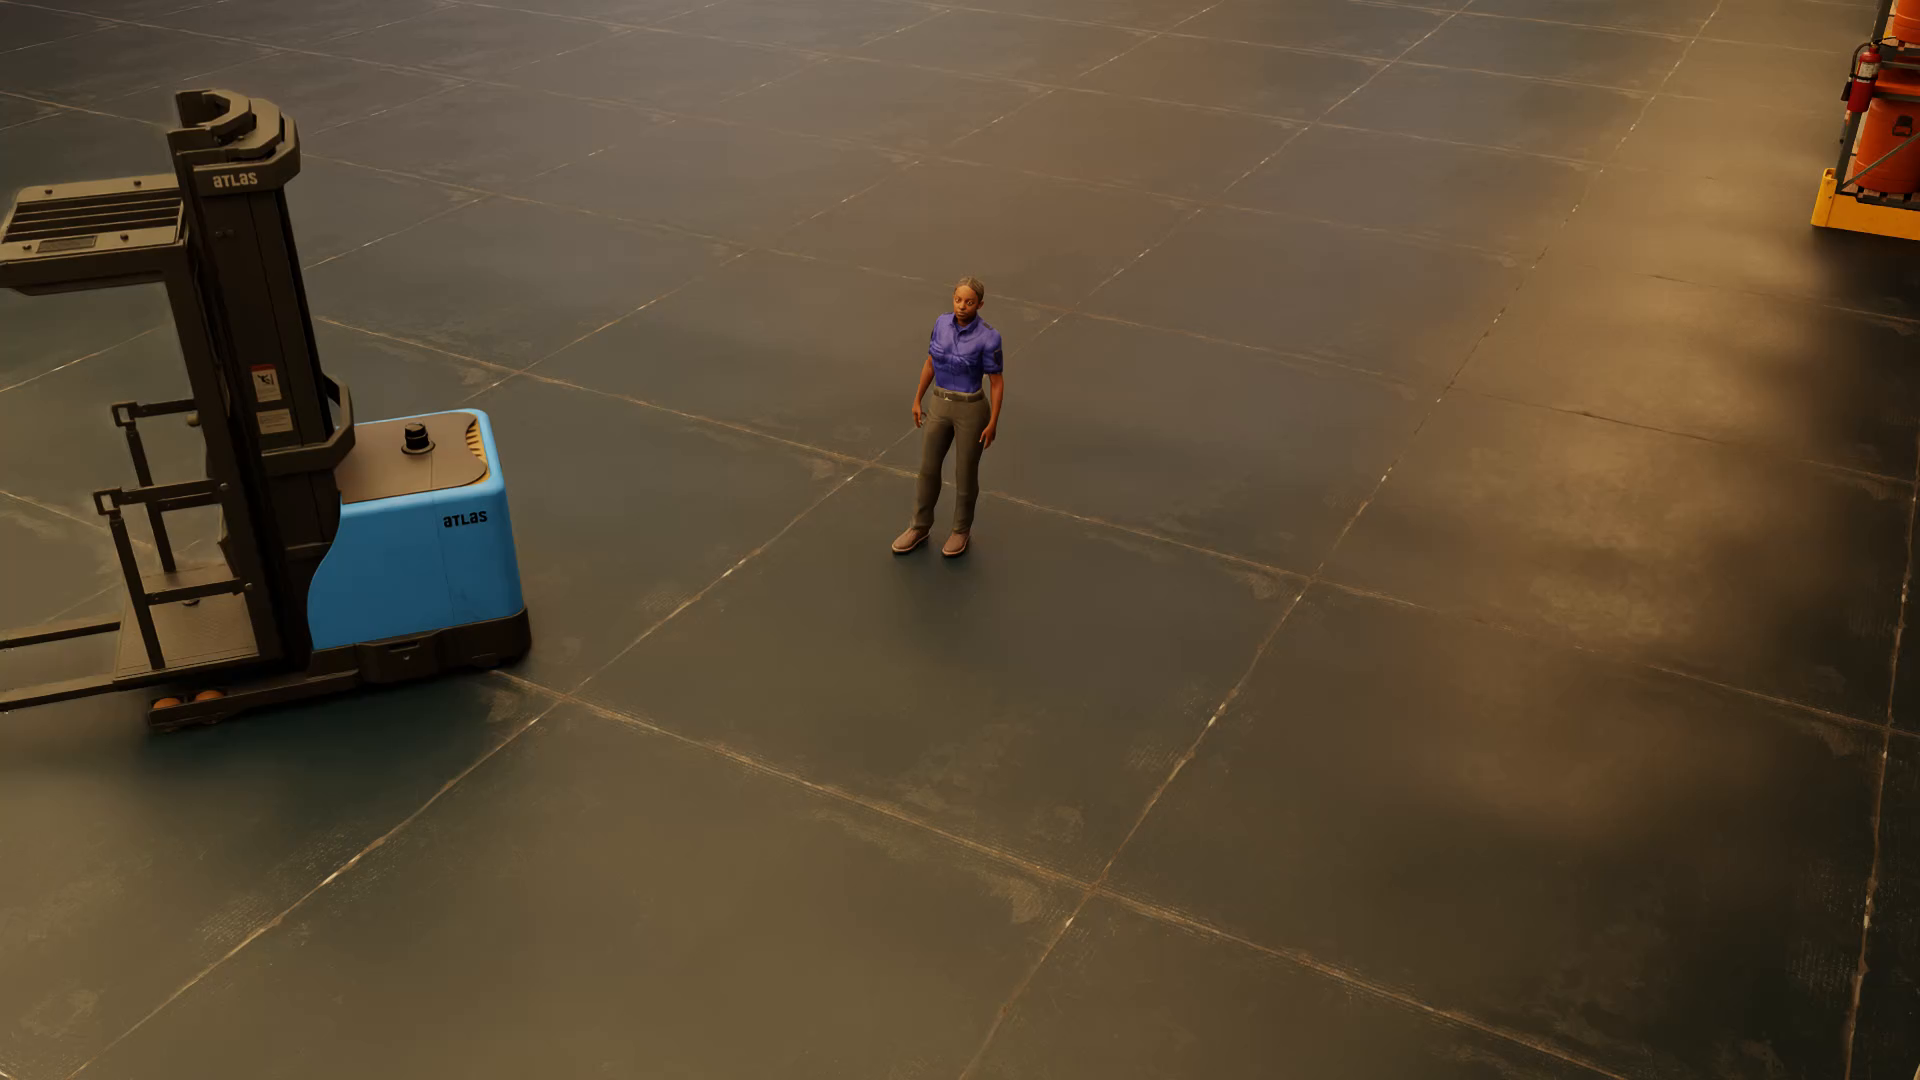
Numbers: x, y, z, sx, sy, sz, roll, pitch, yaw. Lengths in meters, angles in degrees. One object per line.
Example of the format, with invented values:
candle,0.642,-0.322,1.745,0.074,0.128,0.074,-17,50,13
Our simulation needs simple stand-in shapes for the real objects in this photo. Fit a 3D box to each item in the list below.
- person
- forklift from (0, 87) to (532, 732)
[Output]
person,-0.059,-0.689,9.527,0.570,1.656,0.503,15,33,25
forklift,-3.862,-0.606,8.121,3.031,2.935,1.130,-10,31,-17
